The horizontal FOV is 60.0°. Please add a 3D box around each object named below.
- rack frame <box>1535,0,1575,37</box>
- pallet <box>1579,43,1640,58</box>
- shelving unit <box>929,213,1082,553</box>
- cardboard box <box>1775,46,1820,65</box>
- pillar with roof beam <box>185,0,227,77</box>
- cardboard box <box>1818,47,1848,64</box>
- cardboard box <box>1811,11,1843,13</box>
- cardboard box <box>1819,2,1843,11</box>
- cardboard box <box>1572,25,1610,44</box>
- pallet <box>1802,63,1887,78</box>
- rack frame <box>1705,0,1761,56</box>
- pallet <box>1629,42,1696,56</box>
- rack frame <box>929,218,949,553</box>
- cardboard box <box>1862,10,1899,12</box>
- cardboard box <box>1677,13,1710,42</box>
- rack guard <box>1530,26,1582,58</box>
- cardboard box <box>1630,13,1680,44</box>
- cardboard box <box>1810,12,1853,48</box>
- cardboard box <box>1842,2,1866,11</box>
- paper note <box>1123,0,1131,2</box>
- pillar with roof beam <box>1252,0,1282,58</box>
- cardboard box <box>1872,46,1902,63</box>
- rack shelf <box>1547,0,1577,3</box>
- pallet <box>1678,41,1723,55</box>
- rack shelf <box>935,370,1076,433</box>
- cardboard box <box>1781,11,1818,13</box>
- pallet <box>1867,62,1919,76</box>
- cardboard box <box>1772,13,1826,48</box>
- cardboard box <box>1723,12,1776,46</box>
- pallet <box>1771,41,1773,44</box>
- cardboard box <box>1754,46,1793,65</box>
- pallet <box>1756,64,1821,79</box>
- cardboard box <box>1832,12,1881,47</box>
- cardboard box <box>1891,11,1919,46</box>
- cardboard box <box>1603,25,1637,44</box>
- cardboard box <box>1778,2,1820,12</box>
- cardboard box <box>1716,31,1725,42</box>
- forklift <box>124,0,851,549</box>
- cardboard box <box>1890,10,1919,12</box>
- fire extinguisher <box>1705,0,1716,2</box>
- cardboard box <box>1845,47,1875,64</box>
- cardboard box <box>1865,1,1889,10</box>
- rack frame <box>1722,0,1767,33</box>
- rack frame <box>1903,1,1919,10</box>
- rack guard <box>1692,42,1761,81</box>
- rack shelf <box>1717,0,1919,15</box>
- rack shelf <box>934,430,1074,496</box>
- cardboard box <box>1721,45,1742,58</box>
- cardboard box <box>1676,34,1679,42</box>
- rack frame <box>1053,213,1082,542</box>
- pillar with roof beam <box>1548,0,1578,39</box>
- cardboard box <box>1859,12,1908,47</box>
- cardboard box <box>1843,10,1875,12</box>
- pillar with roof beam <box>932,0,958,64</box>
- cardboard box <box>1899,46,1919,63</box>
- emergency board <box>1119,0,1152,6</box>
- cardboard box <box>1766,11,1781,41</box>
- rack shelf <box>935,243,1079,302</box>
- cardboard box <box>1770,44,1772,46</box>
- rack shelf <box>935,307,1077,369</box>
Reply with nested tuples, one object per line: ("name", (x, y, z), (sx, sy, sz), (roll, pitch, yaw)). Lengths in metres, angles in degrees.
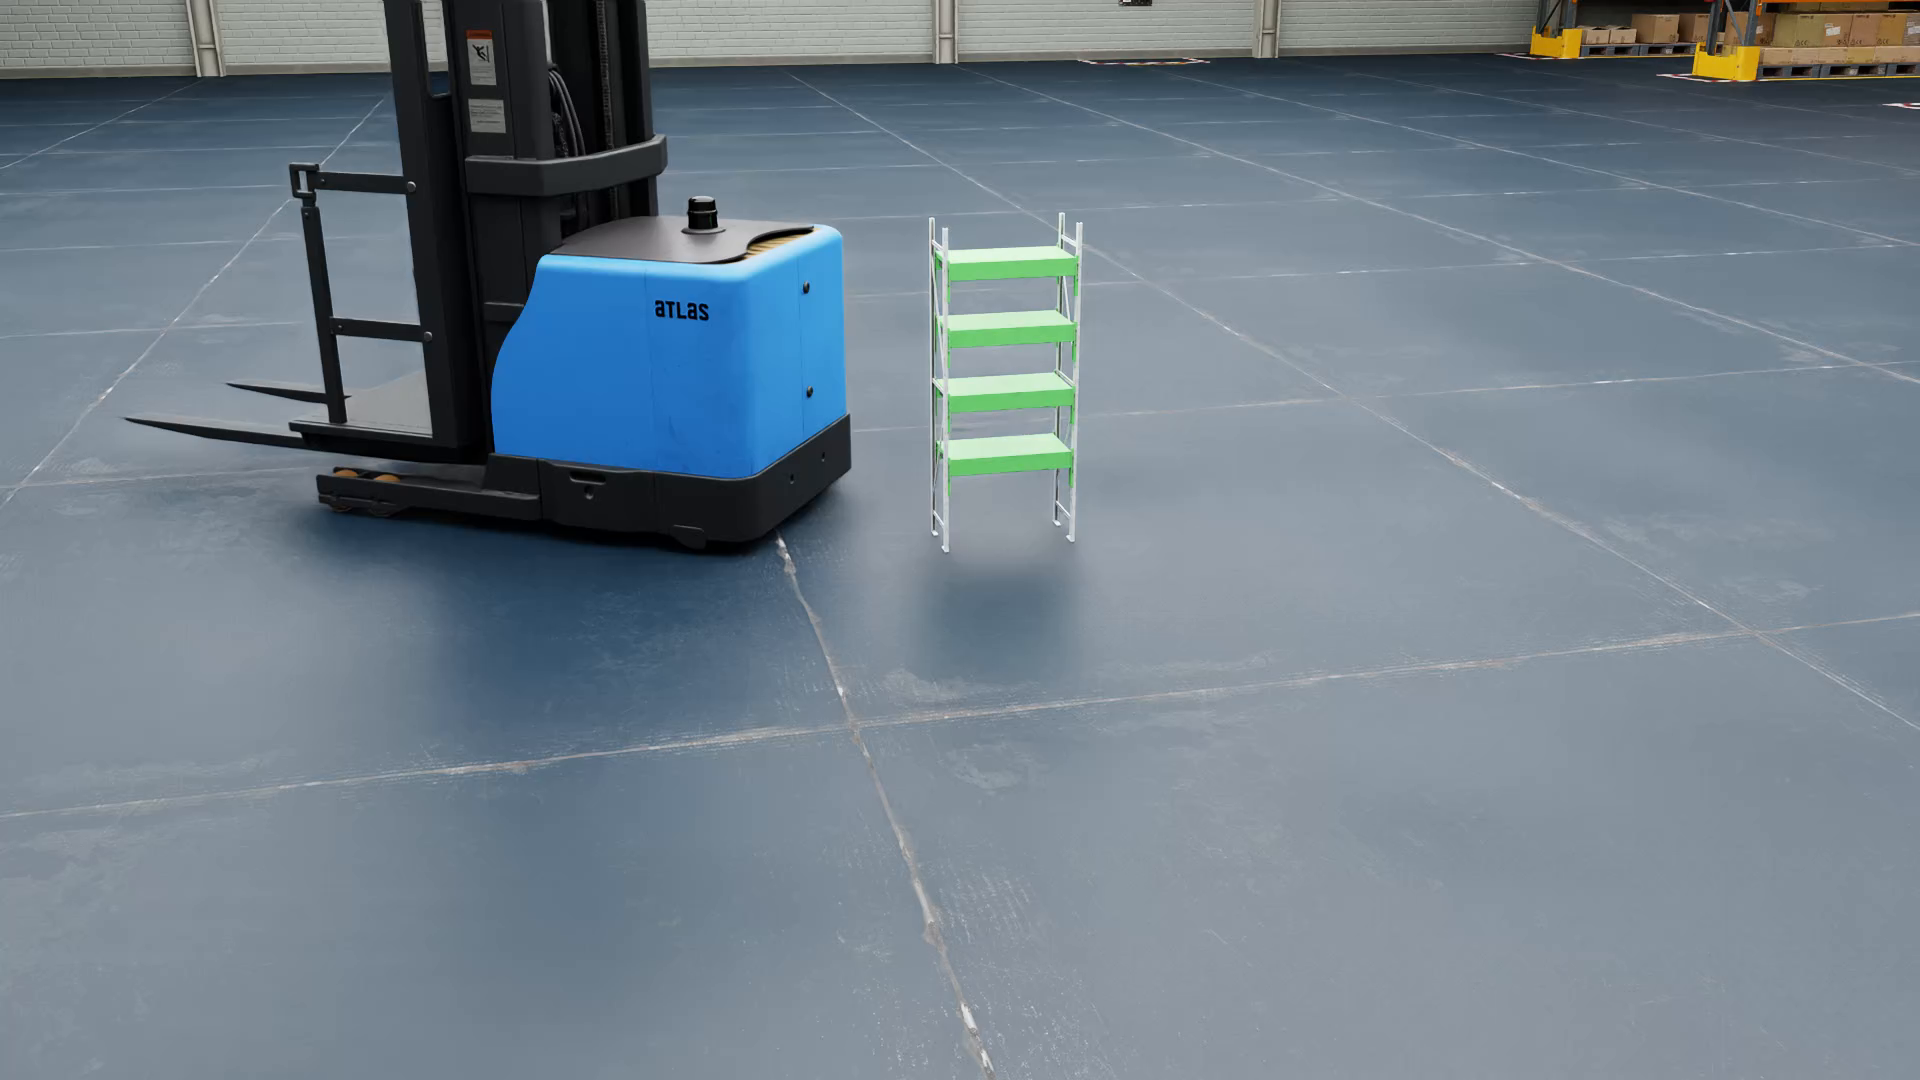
("rack frame", (10.934, -10.375, 30.277), (0.127, 3.000, 1.000), (-5, 21, -12))
("pallet", (11.806, -9.124, 30.916), (1.213, 0.211, 1.003), (-5, 21, -12))
("shelving unit", (0.161, -0.576, 6.144), (0.503, 1.200, 0.258), (-5, 21, -12))
("cardboard box", (13.136, -7.632, 26.176), (0.500, 0.250, 0.500), (-5, 21, -12))
("pillar with roof beam", (-10.949, -10.197, 21.067), (0.400, 9.000, 9.100), (-5, 21, -12))
("cardboard box", (13.623, -7.672, 26.284), (0.500, 0.250, 0.500), (-5, 21, -12))
("cardboard box", (13.987, -8.241, 26.747), (0.500, 0.500, 0.500), (-5, 21, -12))
("cardboard box", (16.472, -10.219, 31.755), (0.500, 0.250, 0.500), (-5, 21, -14))
("cardboard box", (11.628, -9.344, 30.731), (0.500, 0.311, 0.500), (-7, 21, -19))
("pallet", (13.997, -7.578, 26.695), (1.213, 0.211, 1.003), (-5, 21, -12))
("rack frame", (12.077, -8.717, 25.751), (0.127, 3.000, 1.000), (-5, 21, -12))
("pallet", (12.991, -9.220, 31.177), (1.213, 0.211, 1.003), (-5, 21, -12))
("rack frame", (-0.076, -0.557, 6.091), (0.015, 1.200, 0.240), (-5, 21, -12))
("cardboard box", (14.962, -8.318, 26.958), (0.500, 0.500, 0.500), (-5, 21, -12))
("cardboard box", (13.826, -9.629, 31.235), (0.500, 0.500, 0.500), (-6, 21, -17))
("rack guard", (11.008, -9.208, 30.723), (0.348, 0.500, 1.175), (-5, 21, -12))
("cardboard box", (12.908, -9.519, 30.935), (0.500, 0.500, 0.700), (-6, 21, -16))
("cardboard box", (13.620, -8.028, 26.165), (0.500, 0.500, 0.500), (-5, 21, -12))
("cardboard box", (16.962, -10.252, 31.846), (0.500, 0.250, 0.500), (-5, 21, -13))
("paper note", (2.975, -9.658, 29.600), (0.142, 0.148, 0.016), (-5, 21, -12))
("pillar with roof beam", (6.568, -11.621, 24.957), (0.400, 9.000, 9.100), (-5, 21, -12))
("cardboard box", (14.597, -7.749, 26.496), (0.500, 0.250, 0.500), (-5, 21, -12))
("rack shelf", (12.880, -10.196, 30.833), (4.000, 0.370, 1.077), (-5, 21, -12))
("pallet", (14.181, -9.317, 31.444), (1.213, 0.211, 1.003), (-5, 21, -12))
("rack shelf", (0.161, -0.516, 6.166), (0.480, 0.148, 0.258), (-5, 21, -12))
("cardboard box", (13.500, -8.202, 26.640), (0.500, 0.500, 0.500), (-5, 21, -12))
("pallet", (15.186, -7.676, 26.962), (1.213, 0.211, 1.003), (-5, 21, -12))
("cardboard box", (13.136, -7.984, 26.045), (0.500, 0.500, 0.500), (-5, 21, -12))
("cardboard box", (12.531, -8.118, 26.411), (0.500, 0.500, 0.500), (-5, 21, -12))
("pallet", (15.584, -9.445, 31.791), (1.213, 0.211, 1.003), (-5, 21, -12))
("cardboard box", (12.650, -7.591, 26.065), (0.500, 0.250, 0.500), (-5, 21, -12))
("pallet", (12.812, -7.483, 26.434), (1.213, 0.211, 1.003), (-5, 21, -12))
("cardboard box", (14.111, -8.061, 26.257), (0.500, 0.500, 0.500), (-5, 21, -12))
("cardboard box", (15.080, -8.147, 26.490), (0.500, 0.500, 0.500), (-5, 21, -12))
("cardboard box", (12.183, -9.389, 30.854), (0.500, 0.311, 0.500), (-3, 20, -8))
("cardboard box", (15.967, -10.177, 31.639), (0.500, 0.250, 0.500), (-5, 21, -14))
("cardboard box", (14.313, -9.516, 31.410), (0.250, 0.166, 0.380), (-7, 21, -20))
("forklift", (-2.027, -1.629, 6.500), (3.031, 2.935, 1.130), (7, 21, 18))
("cardboard box", (15.447, -8.360, 27.073), (0.500, 0.500, 0.500), (-5, 21, -12))
("fire extinguisher", (11.855, -8.827, 26.163), (0.183, 0.674, 0.296), (-5, 21, -12))
("cardboard box", (14.110, -7.710, 26.387), (0.500, 0.250, 0.500), (-5, 21, -12))
("cardboard box", (17.461, -10.295, 31.962), (0.500, 0.250, 0.500), (-4, 21, -11))
("rack frame", (14.826, -10.692, 31.141), (0.127, 3.000, 1.000), (-5, 21, -12))
("rack frame", (18.719, -11.008, 32.006), (0.127, 3.000, 1.000), (-5, 21, -12))
("rack guard", (12.054, -7.542, 26.176), (0.348, 0.500, 1.175), (-5, 21, -12))
("rack shelf", (14.024, -8.538, 26.307), (4.000, 0.370, 1.077), (-5, 21, -12))
("rack shelf", (0.161, -0.291, 6.249), (0.480, 0.148, 0.258), (-5, 21, -12))
("cardboard box", (12.531, -7.765, 26.538), (0.500, 0.250, 0.500), (-5, 21, -12))
("cardboard box", (13.265, -9.440, 31.229), (0.250, 0.149, 0.380), (-6, 21, -17))
("rack frame", (0.399, -0.596, 6.197), (0.015, 1.200, 0.240), (-5, 21, -12))
("pillar with roof beam", (12.407, -12.096, 26.253), (0.400, 9.000, 9.100), (-5, 21, -12))
("cardboard box", (14.594, -8.106, 26.378), (0.500, 0.500, 0.500), (-5, 21, -12))
("cardboard box", (14.473, -8.281, 26.857), (0.500, 0.500, 0.500), (-5, 21, -12))
("pillar with roof beam", (0.729, -11.146, 23.660), (0.400, 9.000, 9.100), (-5, 21, -12))
("cardboard box", (15.080, -7.794, 26.617), (0.500, 0.250, 0.500), (-5, 21, -12))
("emergency board", (3.163, -10.062, 29.423), (0.643, 1.169, 0.194), (-5, 21, -12))
("cardboard box", (15.539, -9.789, 31.670), (0.500, 0.500, 0.700), (-4, 20, -11))
("rack shelf", (0.161, -0.967, 6.001), (0.480, 0.148, 0.258), (-5, 21, -12))
("cardboard box", (13.015, -7.808, 26.657), (0.500, 0.250, 0.500), (-5, 21, -12))
("rack shelf", (0.161, -0.742, 6.083), (0.480, 0.148, 0.258), (-5, 21, -12))
